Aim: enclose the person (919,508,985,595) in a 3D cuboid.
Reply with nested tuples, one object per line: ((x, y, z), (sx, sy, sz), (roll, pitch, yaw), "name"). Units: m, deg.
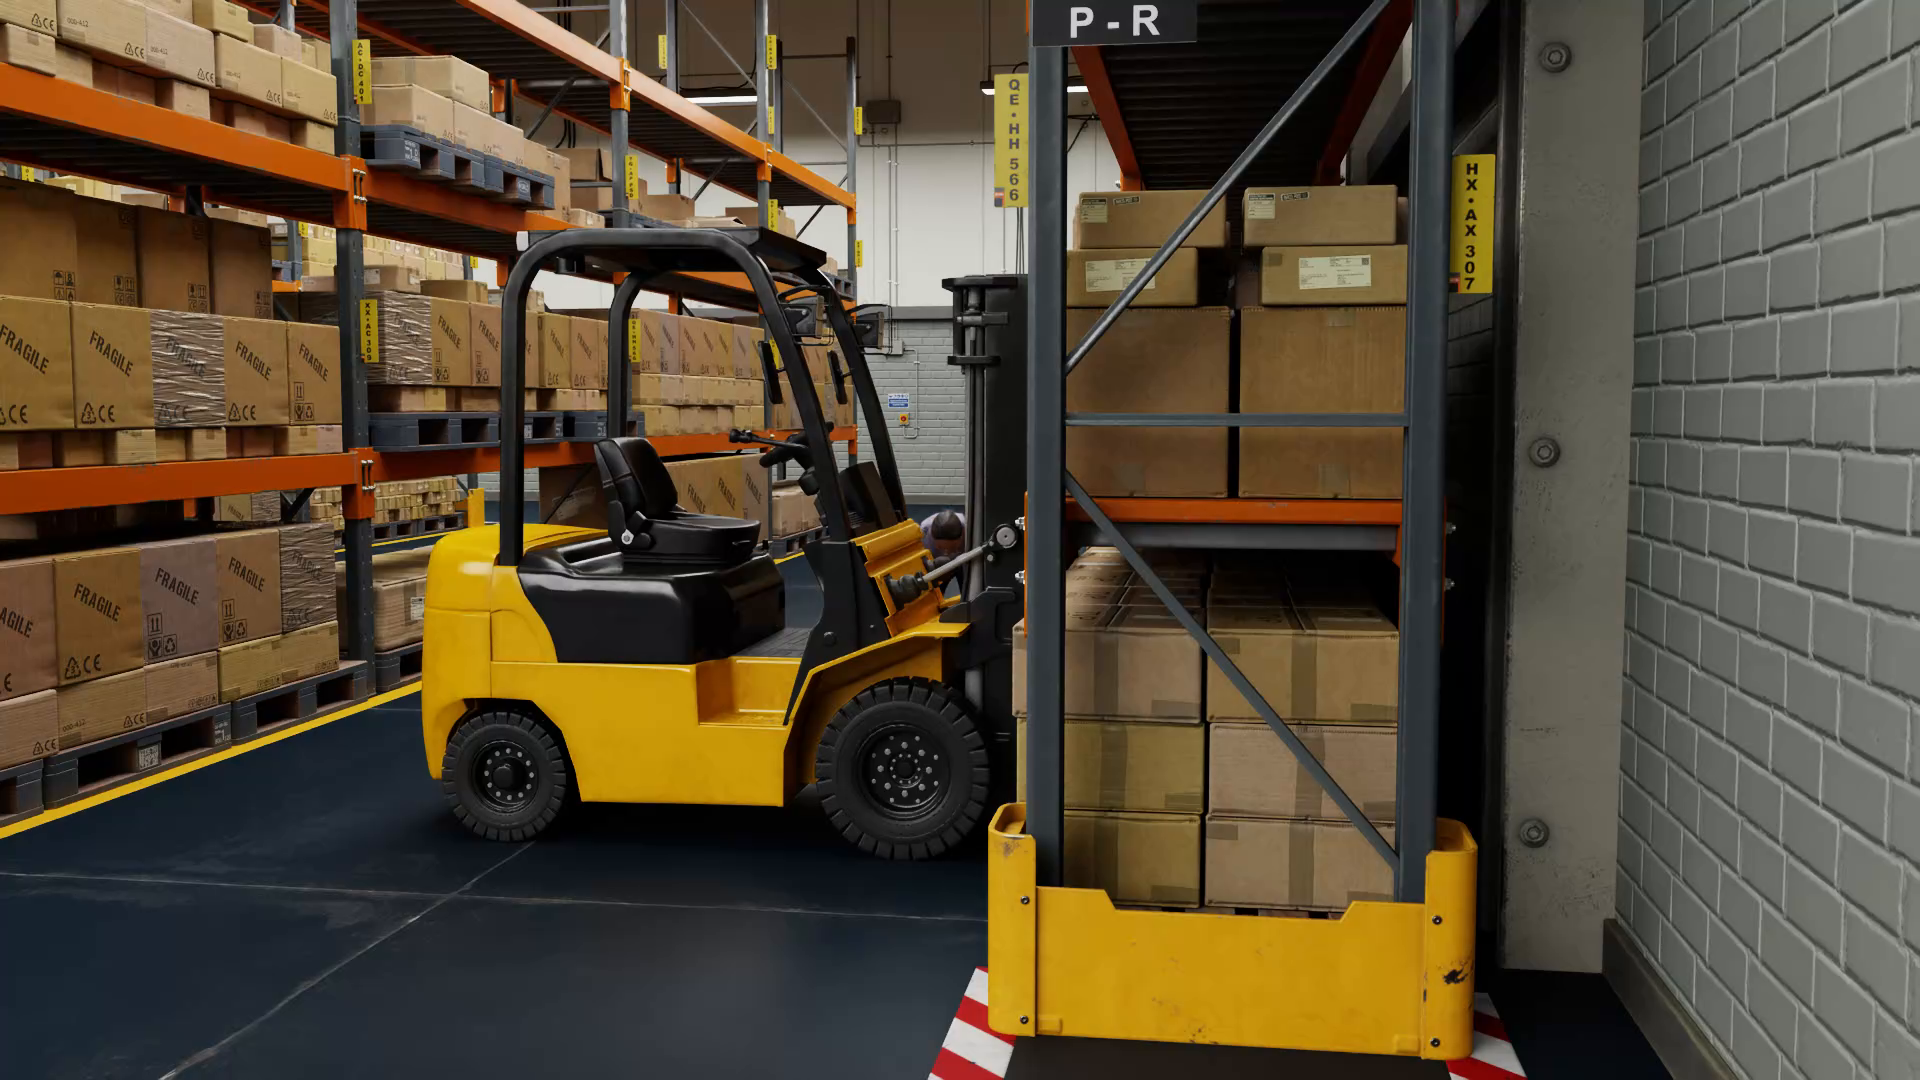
((-0.060, 0.319, 9.009), (0.501, 1.015, 0.892), (0, 5, 6), "person")
